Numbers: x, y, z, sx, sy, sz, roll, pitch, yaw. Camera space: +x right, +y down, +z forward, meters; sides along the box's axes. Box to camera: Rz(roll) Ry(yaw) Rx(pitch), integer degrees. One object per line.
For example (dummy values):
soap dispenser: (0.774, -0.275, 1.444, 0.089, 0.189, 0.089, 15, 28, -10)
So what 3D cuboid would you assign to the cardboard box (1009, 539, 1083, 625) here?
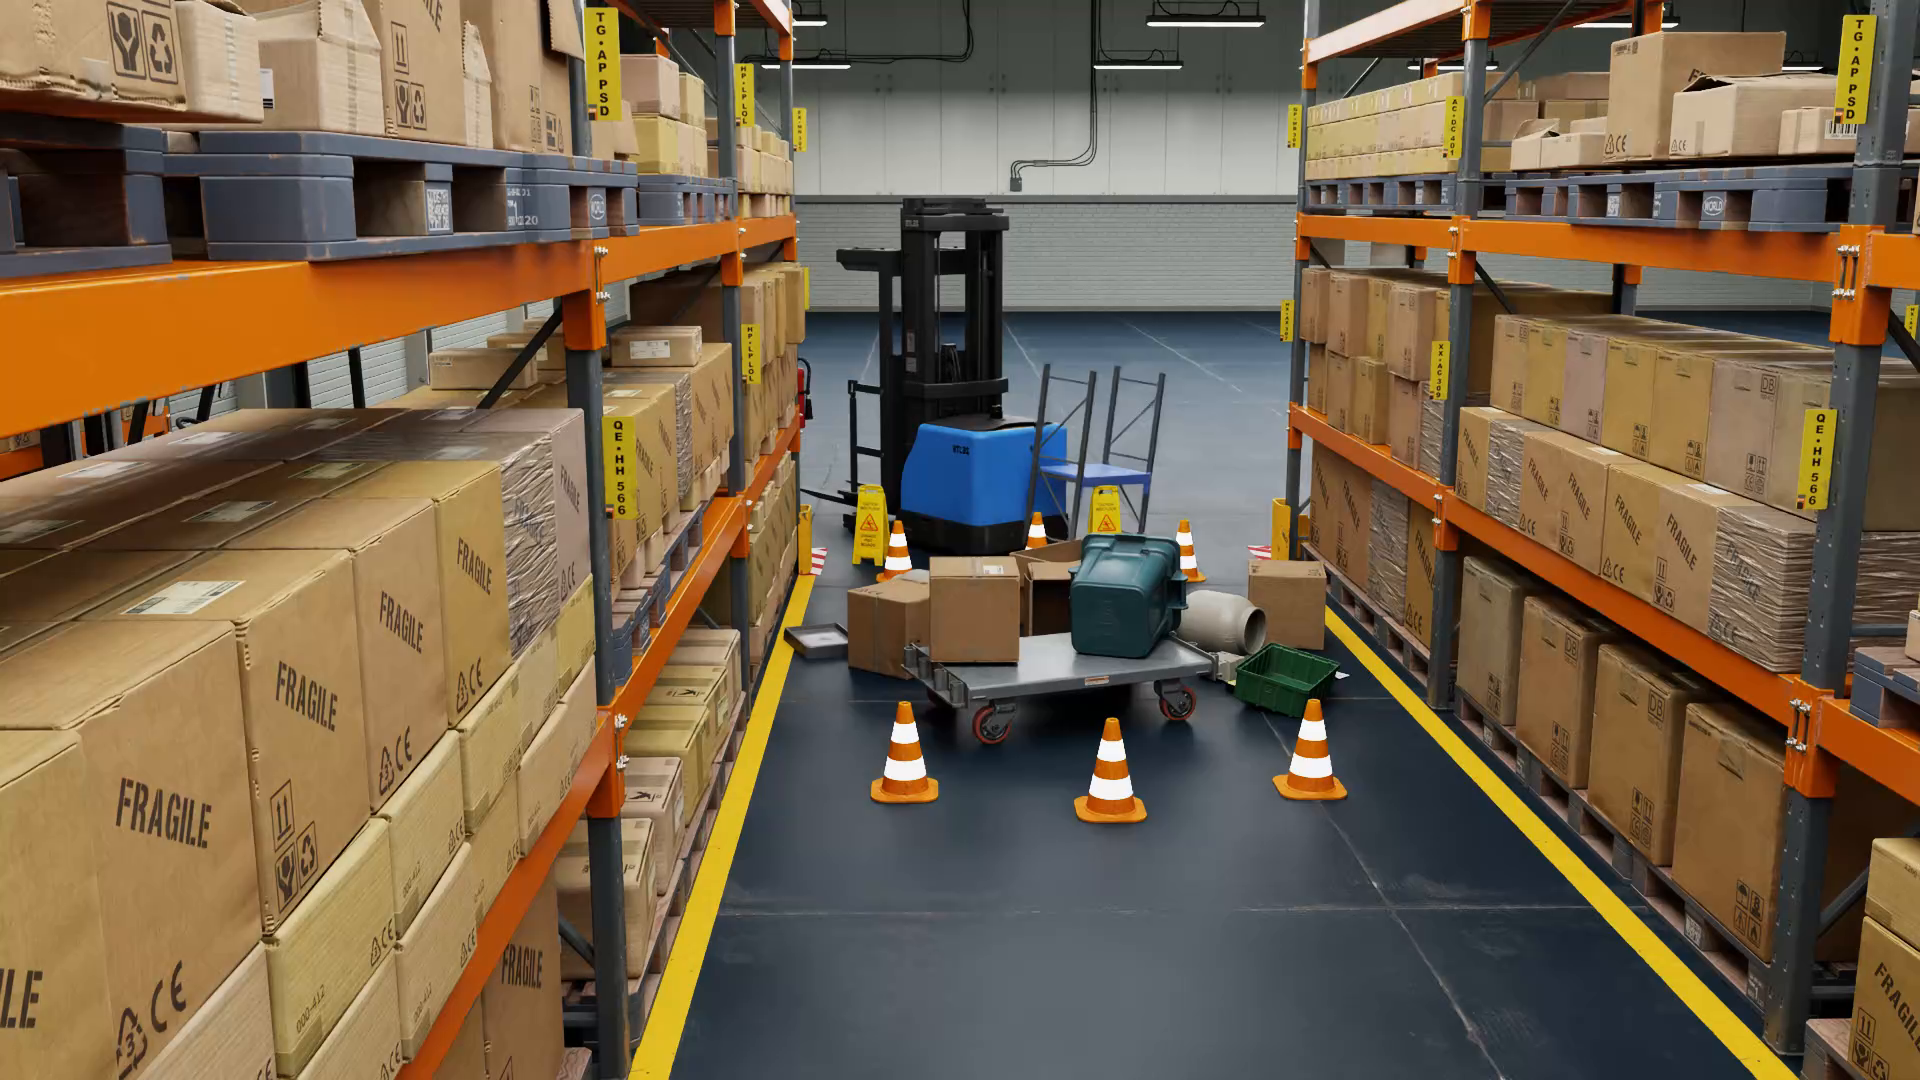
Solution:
cardboard box: (0.782, 0.317, 11.730, 0.797, 0.503, 0.637, -10, 15, -40)

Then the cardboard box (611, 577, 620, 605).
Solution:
cardboard box: (-1.413, 0.141, 5.896, 0.380, 0.149, 0.250, -1, 12, -5)

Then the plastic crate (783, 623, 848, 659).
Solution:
plastic crate: (-0.915, 0.666, 11.077, 0.402, 0.080, 0.583, -4, 12, -21)

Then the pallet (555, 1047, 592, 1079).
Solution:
pallet: (-1.679, 1.869, 4.816, 1.003, 0.211, 1.213, 0, 11, -1)

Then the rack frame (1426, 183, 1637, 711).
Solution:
rack frame: (3.244, -0.490, 9.431, 1.000, 3.000, 0.127, 0, 11, -1)

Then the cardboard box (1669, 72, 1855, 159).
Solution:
cardboard box: (3.005, -1.583, 6.189, 0.500, 0.311, 0.500, 0, 11, -1)

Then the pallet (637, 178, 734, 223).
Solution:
pallet: (-1.796, -1.705, 8.346, 1.213, 0.211, 1.003, 0, 11, -1)

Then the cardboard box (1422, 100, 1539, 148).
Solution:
cardboard box: (2.978, -2.384, 9.544, 0.500, 0.250, 0.500, 0, 11, -2)

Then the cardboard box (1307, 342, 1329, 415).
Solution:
cardboard box: (3.215, -1.285, 12.973, 0.875, 0.550, 0.550, 0, 11, -1)

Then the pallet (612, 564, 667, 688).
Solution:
pallet: (-1.741, 0.298, 6.028, 1.213, 0.211, 1.003, 0, 11, -1)

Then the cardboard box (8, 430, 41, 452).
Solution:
cardboard box: (-6.441, -0.871, 11.058, 0.500, 0.500, 0.500, 0, 11, -1)

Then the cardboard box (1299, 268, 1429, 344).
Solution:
cardboard box: (3.131, -1.814, 12.864, 0.875, 0.550, 0.550, 0, 11, -1)

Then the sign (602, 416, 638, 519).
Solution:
sign: (-1.065, -0.225, 5.212, 0.100, 0.325, 0.005, 0, 11, -1)

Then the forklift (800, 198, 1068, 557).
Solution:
forklift: (-0.394, -1.534, 14.750, 1.130, 2.935, 3.031, -9, 15, -38)

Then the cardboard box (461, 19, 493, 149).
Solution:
cardboard box: (-1.241, -0.992, 3.644, 0.396, 0.266, 0.258, -1, 11, -3)

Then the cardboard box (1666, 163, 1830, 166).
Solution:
cardboard box: (3.501, -1.824, 7.377, 0.500, 0.311, 0.500, -1, 11, -3)

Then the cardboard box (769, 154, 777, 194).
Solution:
cardboard box: (-1.468, -2.383, 10.847, 0.500, 0.250, 0.500, 0, 11, -1)

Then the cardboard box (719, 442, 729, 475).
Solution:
cardboard box: (-1.416, -0.431, 8.717, 0.380, 0.149, 0.250, 0, 11, 0)

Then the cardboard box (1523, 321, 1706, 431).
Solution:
cardboard box: (3.273, -0.828, 8.332, 0.700, 0.500, 0.500, 0, 11, -2)

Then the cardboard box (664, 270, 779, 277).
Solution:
cardboard box: (-1.568, -1.528, 11.031, 0.700, 0.500, 0.500, 0, 11, -2)

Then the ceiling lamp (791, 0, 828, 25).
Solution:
ceiling lamp: (-3.238, -10.287, 27.949, 2.000, 3.185, 0.800, 0, 11, -1)

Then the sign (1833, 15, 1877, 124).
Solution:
sign: (2.772, -1.457, 5.151, 0.100, 0.325, 0.005, 0, 11, -1)

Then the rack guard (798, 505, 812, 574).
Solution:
rack guard: (-1.784, -0.005, 13.326, 1.175, 0.500, 0.348, 0, 11, -1)

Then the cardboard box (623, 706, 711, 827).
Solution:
cardboard box: (-1.655, 1.018, 7.552, 0.950, 0.372, 0.625, 0, 11, 1)

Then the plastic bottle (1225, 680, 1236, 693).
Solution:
plastic bottle: (1.730, 0.901, 9.964, 0.133, 0.061, 0.283, -7, 13, -30)

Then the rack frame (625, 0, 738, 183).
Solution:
rack frame: (-1.702, -3.390, 8.636, 1.000, 3.000, 0.127, 0, 11, -1)

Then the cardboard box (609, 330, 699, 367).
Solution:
cardboard box: (-1.411, -0.886, 7.695, 0.380, 0.149, 0.250, -1, 11, -4)

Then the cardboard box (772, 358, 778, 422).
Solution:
cardboard box: (-1.494, -1.033, 11.108, 0.500, 0.500, 0.500, 0, 11, 0)

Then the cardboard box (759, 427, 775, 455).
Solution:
cardboard box: (-1.405, -0.645, 10.826, 0.380, 0.149, 0.250, 0, 11, -1)

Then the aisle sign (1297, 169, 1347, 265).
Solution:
aisle sign: (2.860, -2.572, 13.156, 0.394, 0.787, 0.004, 0, 11, -1)

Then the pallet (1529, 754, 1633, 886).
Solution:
pallet: (3.364, 1.273, 7.756, 1.003, 0.211, 1.213, 0, 11, -1)

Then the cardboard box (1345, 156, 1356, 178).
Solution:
cardboard box: (2.874, -2.567, 11.447, 0.380, 0.149, 0.250, 0, 11, -2)

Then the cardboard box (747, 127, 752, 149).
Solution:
cardboard box: (-1.414, -2.356, 9.708, 0.380, 0.149, 0.250, -1, 11, -3)

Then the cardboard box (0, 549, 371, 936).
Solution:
cardboard box: (-1.305, 0.312, 2.711, 0.500, 0.500, 0.500, -1, 11, -3)

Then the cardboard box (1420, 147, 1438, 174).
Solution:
cardboard box: (2.912, -2.213, 9.704, 0.380, 0.149, 0.250, 0, 11, 0)

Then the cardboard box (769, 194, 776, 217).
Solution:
cardboard box: (-1.422, -2.217, 11.030, 0.380, 0.149, 0.250, 0, 11, -2)

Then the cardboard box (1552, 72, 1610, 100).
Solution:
cardboard box: (3.577, -2.557, 9.391, 0.380, 0.149, 0.250, 0, 11, -1)

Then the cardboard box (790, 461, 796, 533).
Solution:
cardboard box: (-1.508, -0.313, 12.529, 0.500, 0.500, 0.500, 0, 11, -1)

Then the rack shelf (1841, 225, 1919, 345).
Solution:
rack shelf: (3.368, -0.415, 3.326, 1.077, 0.370, 4.000, 0, 11, -1)

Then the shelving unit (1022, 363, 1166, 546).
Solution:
shelving unit: (1.117, -0.677, 13.810, 0.538, 1.500, 1.048, 14, 13, 38)

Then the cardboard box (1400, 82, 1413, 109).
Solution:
cardboard box: (2.904, -2.704, 10.118, 0.380, 0.149, 0.250, 0, 11, 0)

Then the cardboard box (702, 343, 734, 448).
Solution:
cardboard box: (-1.463, -0.760, 8.703, 0.500, 0.500, 0.500, 0, 11, -2)

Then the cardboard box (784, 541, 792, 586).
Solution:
cardboard box: (-1.497, 0.159, 12.089, 0.500, 0.250, 0.500, 0, 11, -1)

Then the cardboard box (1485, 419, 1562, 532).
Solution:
cardboard box: (2.997, -0.333, 8.406, 0.500, 0.500, 0.500, 0, 11, -1)

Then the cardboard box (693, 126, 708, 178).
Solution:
cardboard box: (-1.546, -1.937, 8.338, 0.500, 0.250, 0.500, 0, 11, -2)

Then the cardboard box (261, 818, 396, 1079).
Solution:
cardboard box: (-1.287, 0.676, 2.801, 0.500, 0.250, 0.500, 0, 11, 0)

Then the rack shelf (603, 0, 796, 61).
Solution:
rack shelf: (-1.744, -3.433, 10.667, 1.077, 0.370, 4.000, 0, 11, -1)

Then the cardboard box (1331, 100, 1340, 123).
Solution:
cardboard box: (2.865, -3.059, 11.869, 0.380, 0.149, 0.250, 0, 11, -1)

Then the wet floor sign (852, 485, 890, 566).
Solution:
wet floor sign: (-0.719, -0.133, 13.593, 0.267, 0.644, 0.232, 4, 12, 18)

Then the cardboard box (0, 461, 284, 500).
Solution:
cardboard box: (-1.839, 0.107, 3.722, 0.500, 0.500, 0.500, 0, 11, 0)

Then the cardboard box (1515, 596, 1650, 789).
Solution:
cardboard box: (3.363, 0.721, 8.062, 1.050, 0.750, 0.750, 0, 11, -1)

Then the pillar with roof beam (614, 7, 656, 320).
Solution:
pillar with roof beam: (-3.950, -10.003, 41.232, 9.100, 9.000, 0.548, 0, 11, -1)

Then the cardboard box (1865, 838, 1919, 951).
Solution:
cardboard box: (3.099, 1.095, 4.964, 0.500, 0.250, 0.500, -1, 11, -4)
